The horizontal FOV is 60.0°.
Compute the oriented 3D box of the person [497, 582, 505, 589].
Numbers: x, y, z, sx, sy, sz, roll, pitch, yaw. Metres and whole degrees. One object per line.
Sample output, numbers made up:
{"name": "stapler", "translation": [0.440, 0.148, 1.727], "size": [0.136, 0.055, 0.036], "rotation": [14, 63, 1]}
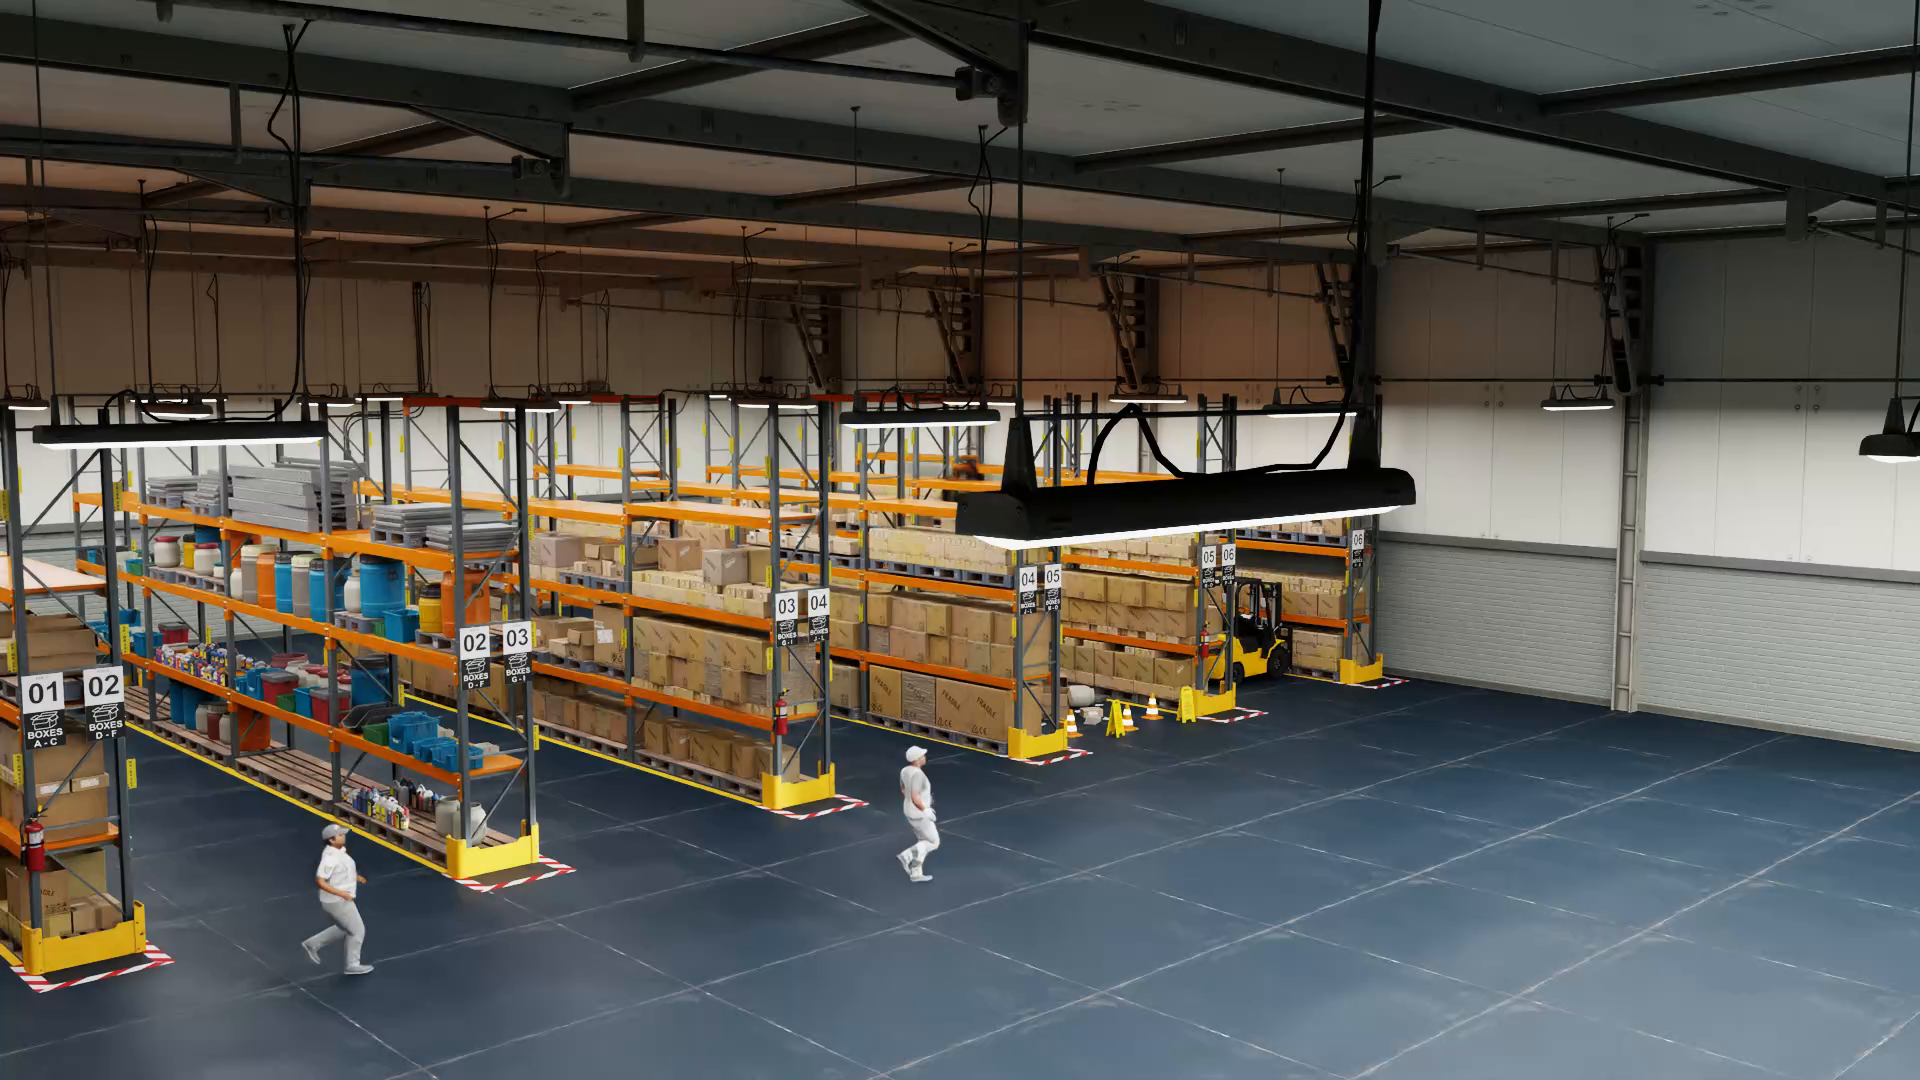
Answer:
{"name": "person", "translation": [-11.025, 1.660, 40.096], "size": [0.776, 1.622, 0.833], "rotation": [2, 6, 24]}

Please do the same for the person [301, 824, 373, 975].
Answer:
{"name": "person", "translation": [-6.638, 3.817, 17.648], "size": [0.727, 1.624, 0.601], "rotation": [-1, 6, -14]}

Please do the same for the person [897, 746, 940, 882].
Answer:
{"name": "person", "translation": [-0.548, 3.448, 20.916], "size": [0.600, 1.737, 0.658], "rotation": [-2, 6, -22]}
